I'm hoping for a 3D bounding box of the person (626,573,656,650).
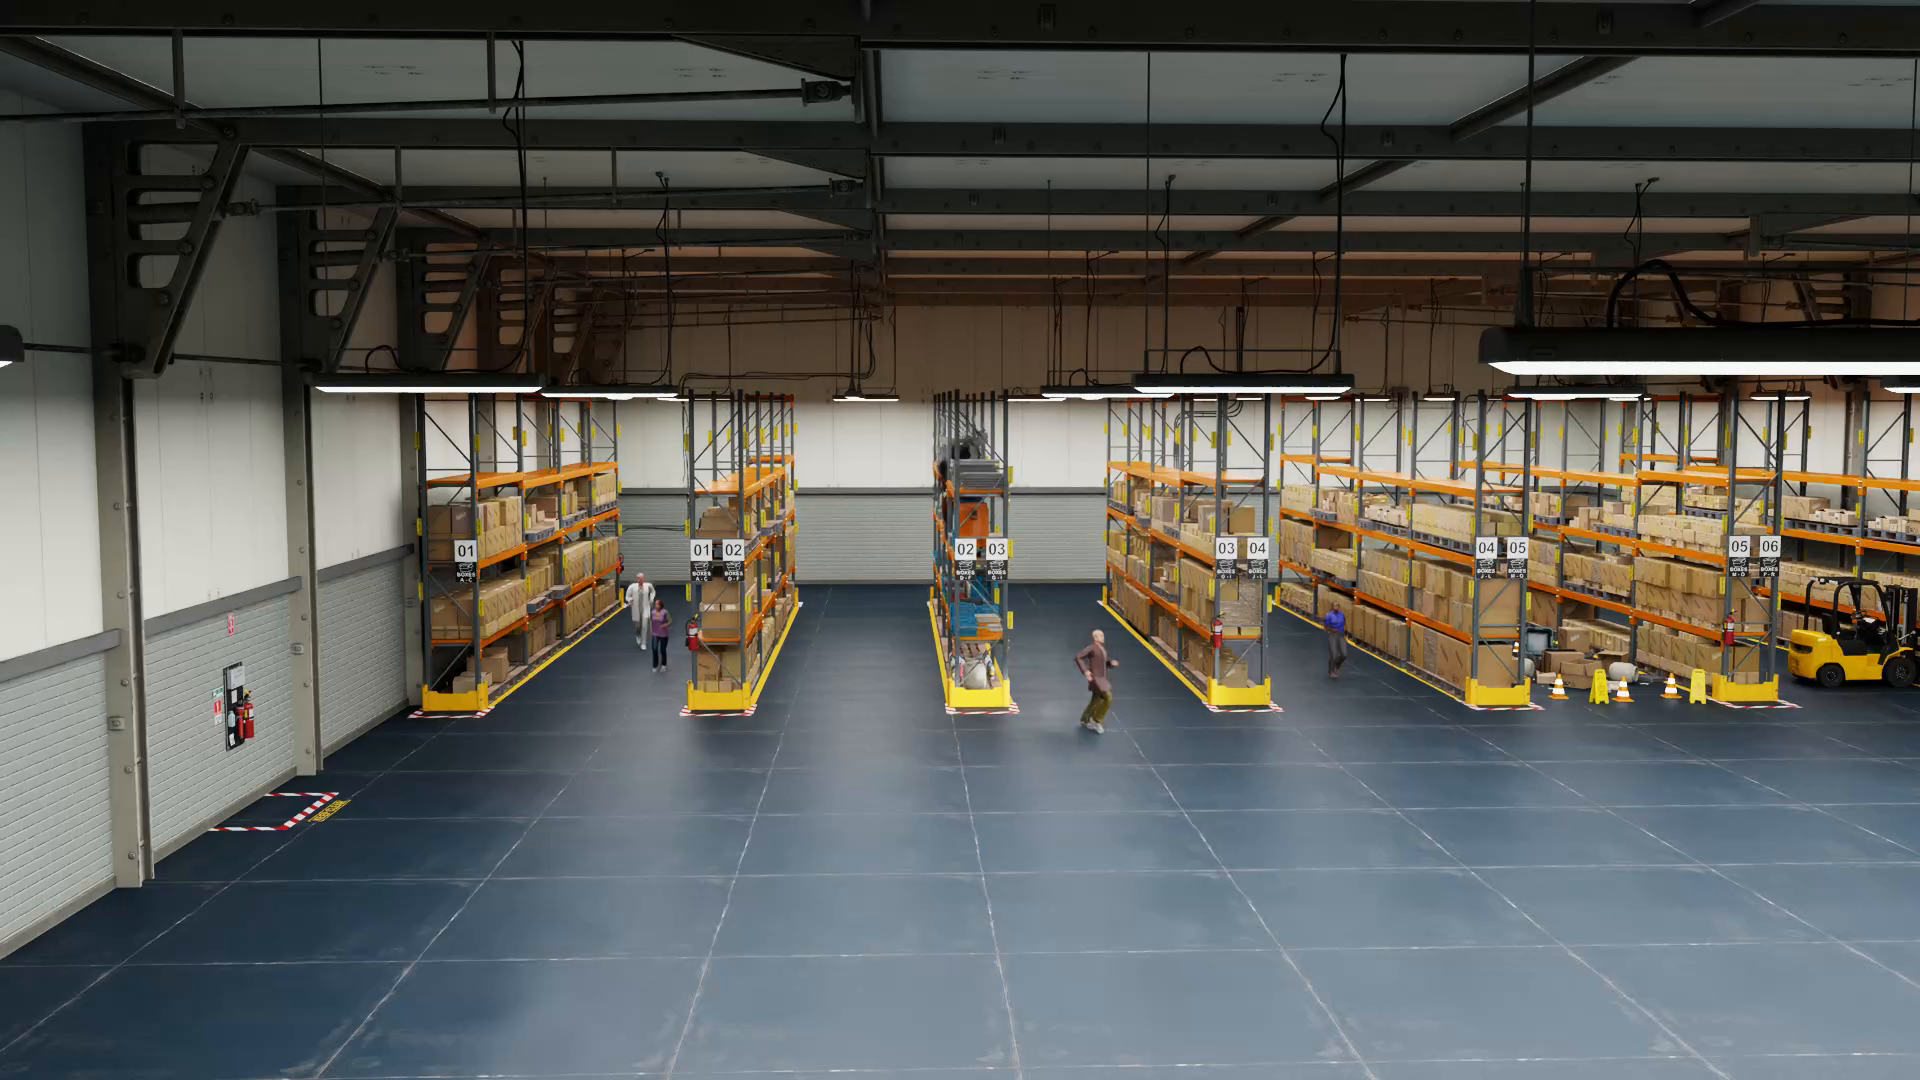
[{"bbox_3d":[-7.493,1.648,39.047,0.690,1.771,1.042,-1,5,-10],"label":"person"}]

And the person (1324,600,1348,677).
[{"bbox_3d":[7.882,2.076,34.699,0.563,1.618,0.572,-1,5,-12],"label":"person"}]

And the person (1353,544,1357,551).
[{"bbox_3d":[11.342,0.978,47.563,0.699,1.749,0.681,-2,5,-21],"label":"person"}]

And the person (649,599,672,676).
[{"bbox_3d":[-6.351,2.053,35.254,0.530,1.621,0.700,0,5,1],"label":"person"}]

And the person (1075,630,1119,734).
[{"bbox_3d":[2.419,2.478,29.034,0.765,1.811,0.676,2,5,25],"label":"person"}]
